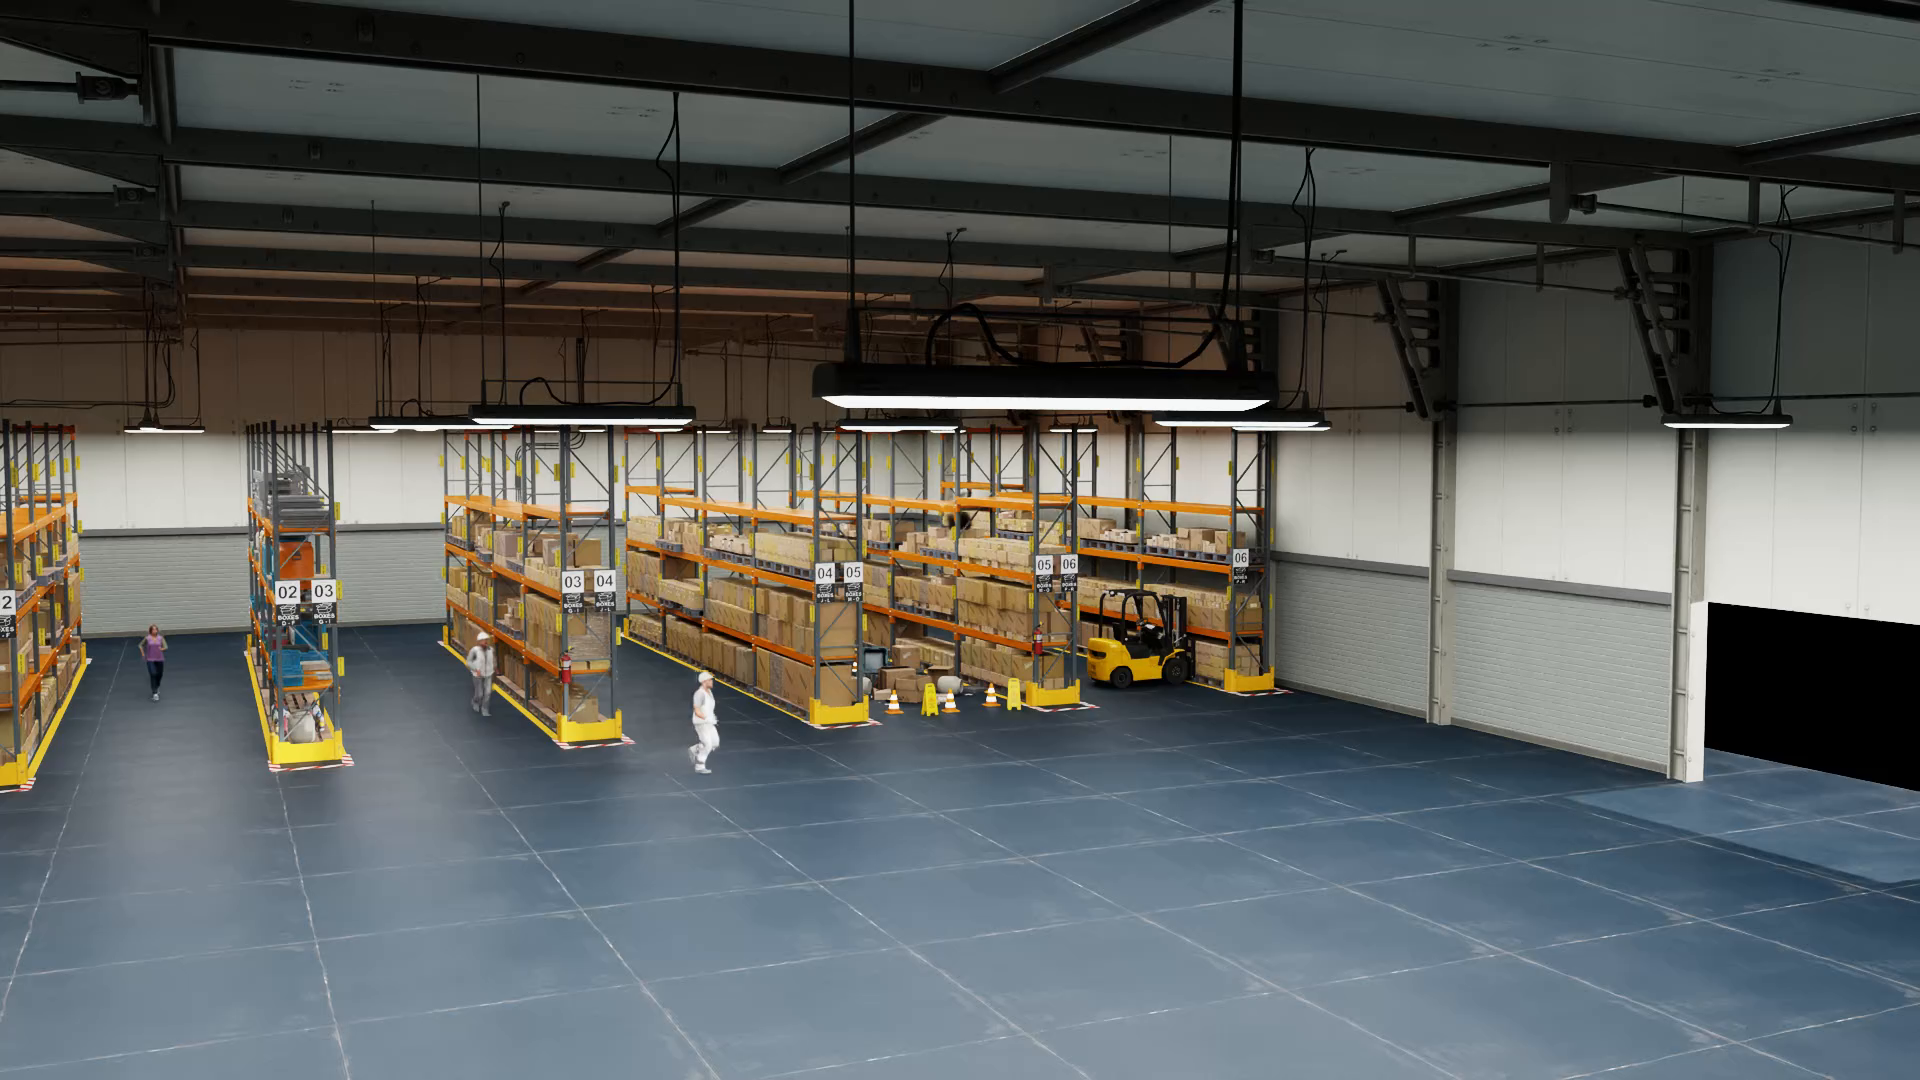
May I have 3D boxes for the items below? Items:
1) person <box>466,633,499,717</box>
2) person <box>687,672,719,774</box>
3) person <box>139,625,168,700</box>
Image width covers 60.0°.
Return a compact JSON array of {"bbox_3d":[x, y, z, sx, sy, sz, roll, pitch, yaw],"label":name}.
[{"bbox_3d":[-9.810,2.740,34.059,0.660,1.727,0.735,-2,4,-33],"label":"person"},{"bbox_3d":[-4.358,3.096,28.205,0.635,1.726,0.651,1,4,11],"label":"person"},{"bbox_3d":[-17.545,2.645,36.215,0.548,1.579,0.887,-3,4,-35],"label":"person"}]
